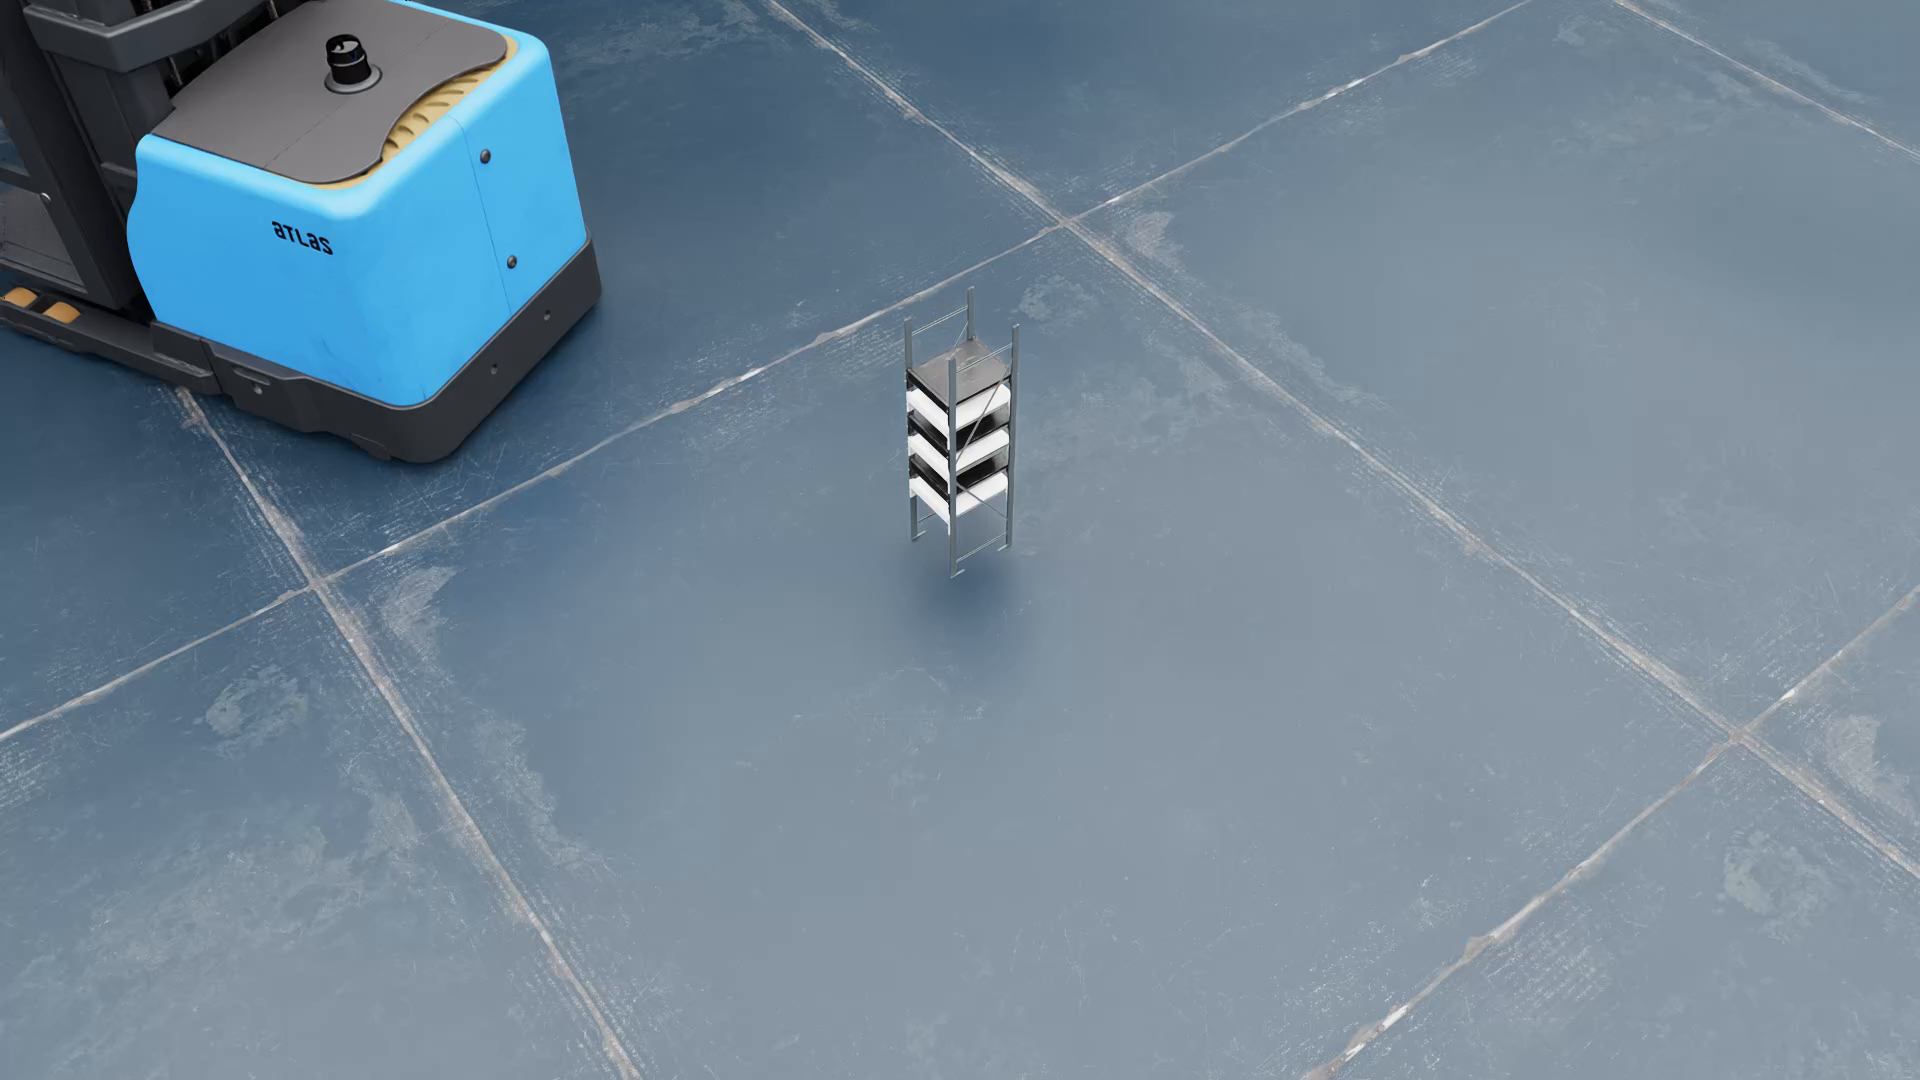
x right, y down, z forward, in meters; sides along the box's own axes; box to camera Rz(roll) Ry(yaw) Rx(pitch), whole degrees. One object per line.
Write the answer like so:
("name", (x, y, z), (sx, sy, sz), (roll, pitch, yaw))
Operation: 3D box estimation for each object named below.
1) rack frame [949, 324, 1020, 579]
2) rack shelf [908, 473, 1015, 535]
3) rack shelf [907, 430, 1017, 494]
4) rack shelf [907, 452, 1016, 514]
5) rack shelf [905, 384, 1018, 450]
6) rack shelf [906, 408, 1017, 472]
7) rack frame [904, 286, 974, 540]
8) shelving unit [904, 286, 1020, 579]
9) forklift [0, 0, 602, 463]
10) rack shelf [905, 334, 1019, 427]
("rack frame", (0.066, -0.237, 4.858), (0.240, 0.900, 0.006), (-29, 54, -24))
("rack shelf", (0.005, -0.154, 5.070), (0.258, 0.077, 0.200), (-29, 54, -24))
("rack shelf", (0.005, -0.275, 4.937), (0.258, 0.077, 0.200), (-29, 54, -24))
("rack shelf", (0.005, -0.215, 5.004), (0.258, 0.077, 0.200), (-29, 54, -24))
("rack shelf", (0.005, -0.396, 4.804), (0.258, 0.077, 0.200), (-29, 54, -24))
("rack shelf", (0.005, -0.336, 4.870), (0.258, 0.077, 0.200), (-29, 54, -24))
("rack frame", (-0.057, -0.357, 4.967), (0.240, 0.900, 0.006), (-29, 54, -24))
("shelving unit", (0.005, -0.297, 4.912), (0.258, 0.900, 0.210), (-29, 54, -24))
("forklift", (-2.842, -1.986, 5.072), (3.031, 2.935, 1.130), (19, 51, 17))
("rack shelf", (0.005, -0.456, 4.737), (0.258, 0.077, 0.200), (-29, 54, -24))
